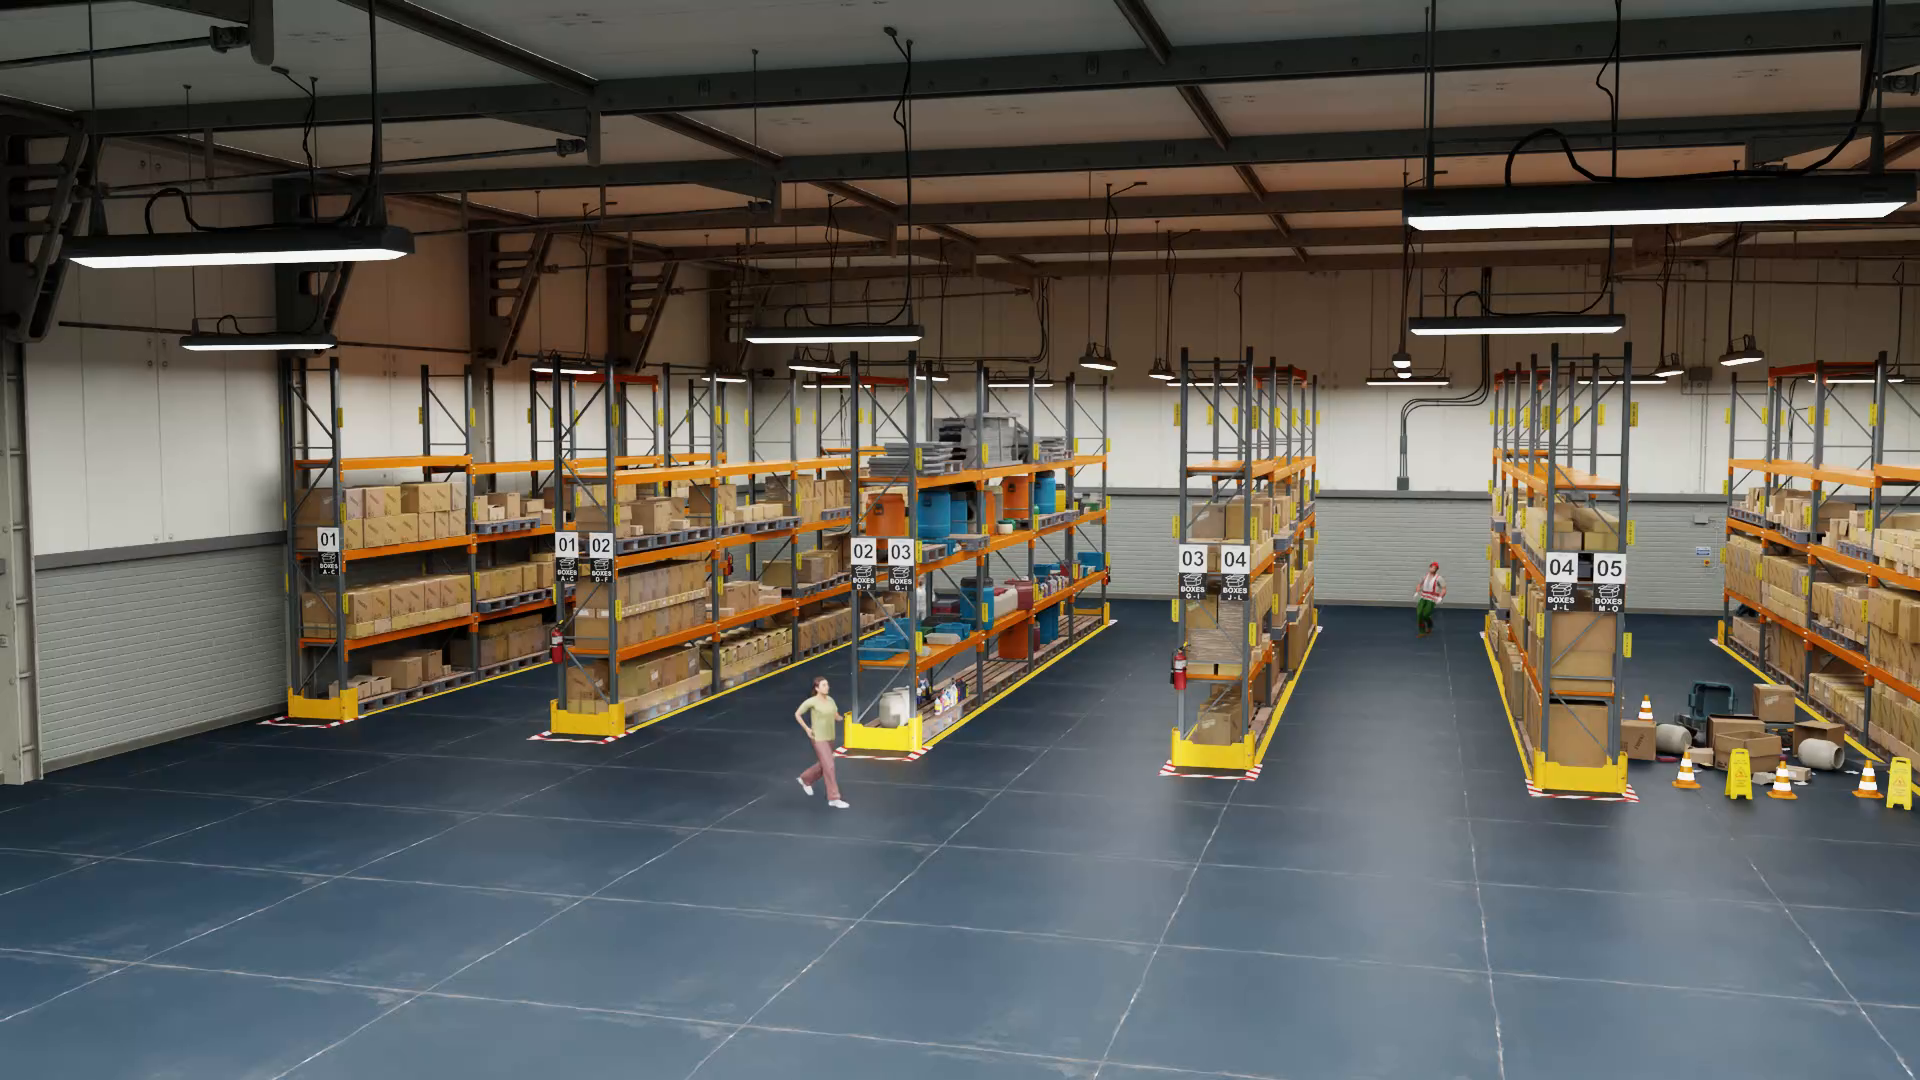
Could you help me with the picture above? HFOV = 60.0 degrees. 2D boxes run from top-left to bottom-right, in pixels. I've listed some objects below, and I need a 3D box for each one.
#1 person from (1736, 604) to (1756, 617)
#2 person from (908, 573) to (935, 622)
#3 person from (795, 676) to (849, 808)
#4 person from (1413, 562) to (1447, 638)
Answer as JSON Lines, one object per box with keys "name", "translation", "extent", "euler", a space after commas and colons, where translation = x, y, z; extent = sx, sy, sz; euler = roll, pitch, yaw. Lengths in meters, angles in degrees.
{"name": "person", "translation": [17.971, 1.441, 37.862], "extent": [0.602, 1.546, 0.570], "euler": [-4, 6, -42]}
{"name": "person", "translation": [-0.851, 1.538, 35.883], "extent": [0.564, 1.702, 0.691], "euler": [0, 4, 6]}
{"name": "person", "translation": [-1.761, 2.571, 21.431], "extent": [0.918, 1.637, 0.580], "euler": [3, 5, 39]}
{"name": "person", "translation": [10.670, 1.367, 37.867], "extent": [0.535, 1.730, 0.718], "euler": [-4, 6, -44]}
